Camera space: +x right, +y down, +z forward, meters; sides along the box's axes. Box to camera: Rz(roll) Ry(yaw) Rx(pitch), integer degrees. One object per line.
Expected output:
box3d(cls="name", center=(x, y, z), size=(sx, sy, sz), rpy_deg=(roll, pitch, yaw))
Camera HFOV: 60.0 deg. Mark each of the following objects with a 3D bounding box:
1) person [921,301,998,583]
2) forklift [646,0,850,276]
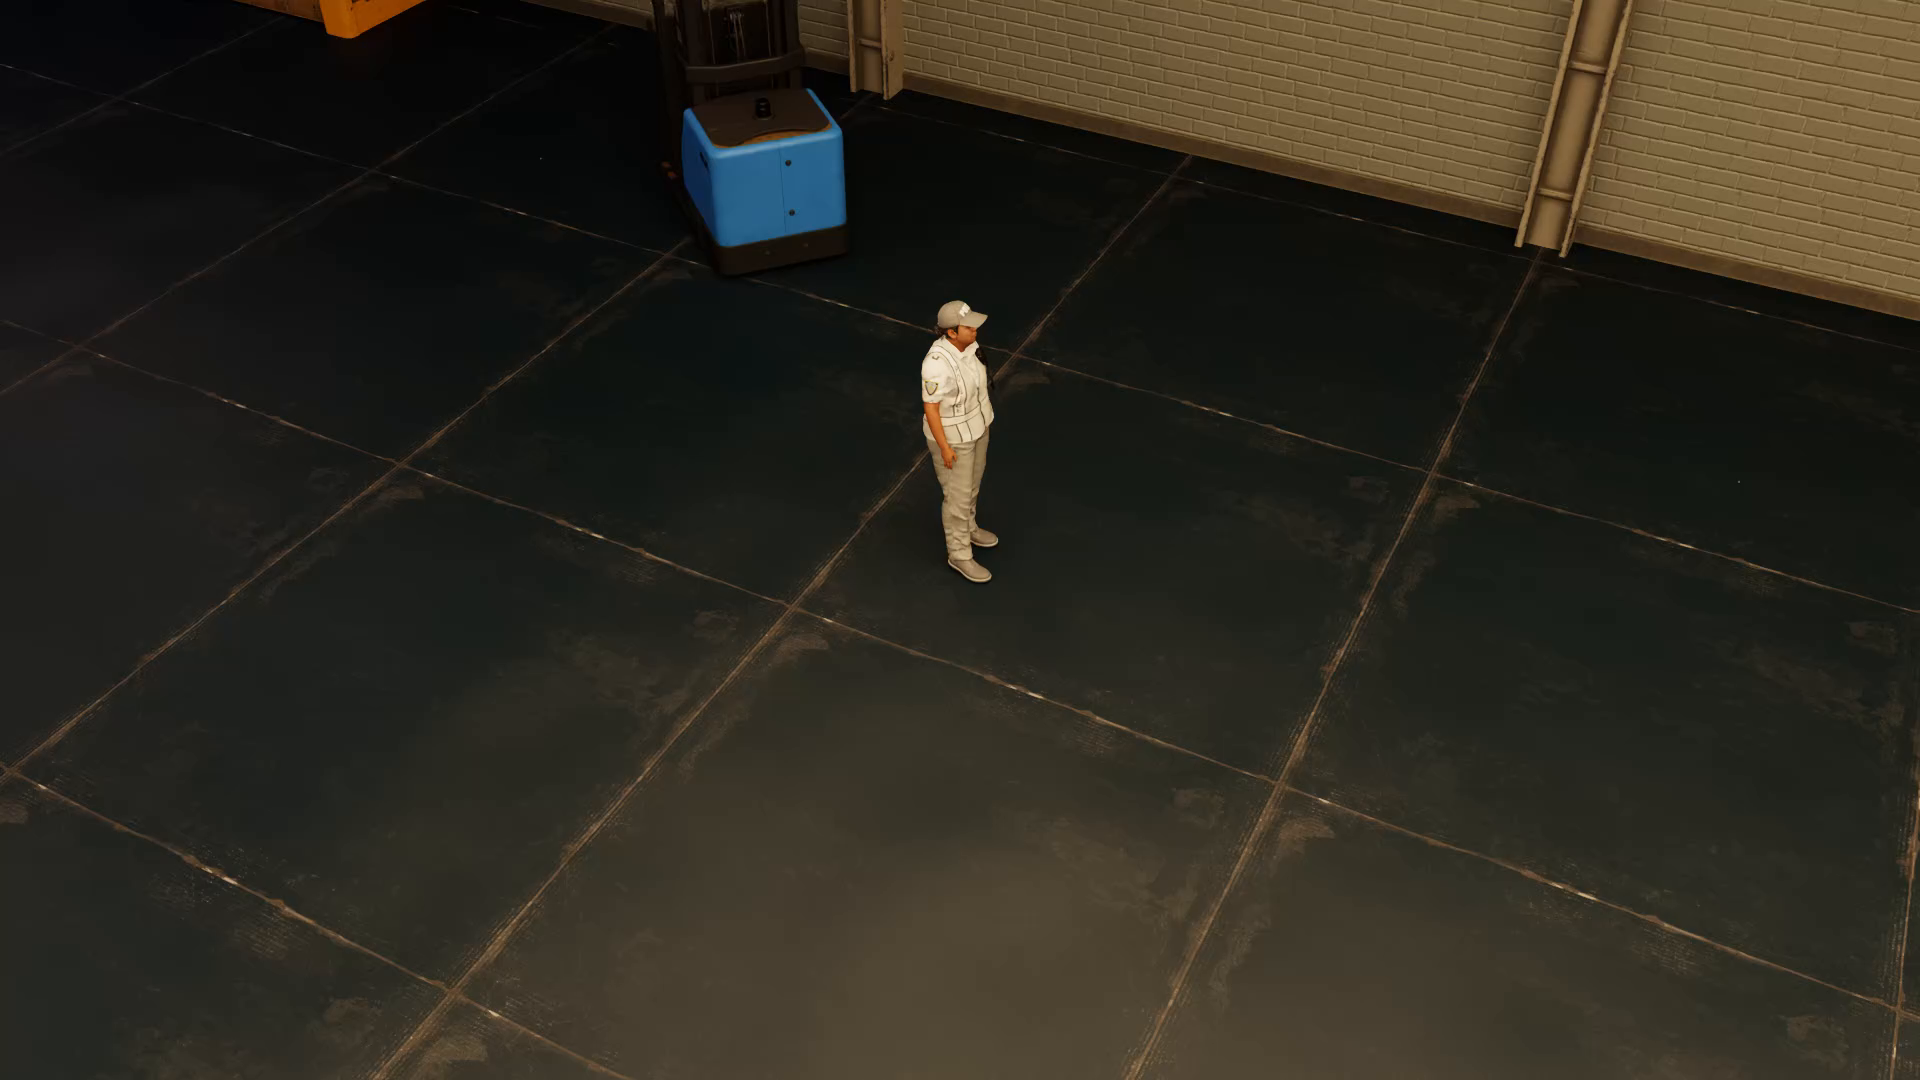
box3d(cls="person", center=(0.058, -0.608, 9.678), size=(0.529, 1.670, 0.599), rpy_deg=(18, 43, 21))
box3d(cls="forklift", center=(-1.859, -4.066, 12.814), size=(1.130, 2.935, 3.031), rpy_deg=(-14, 42, -16))
